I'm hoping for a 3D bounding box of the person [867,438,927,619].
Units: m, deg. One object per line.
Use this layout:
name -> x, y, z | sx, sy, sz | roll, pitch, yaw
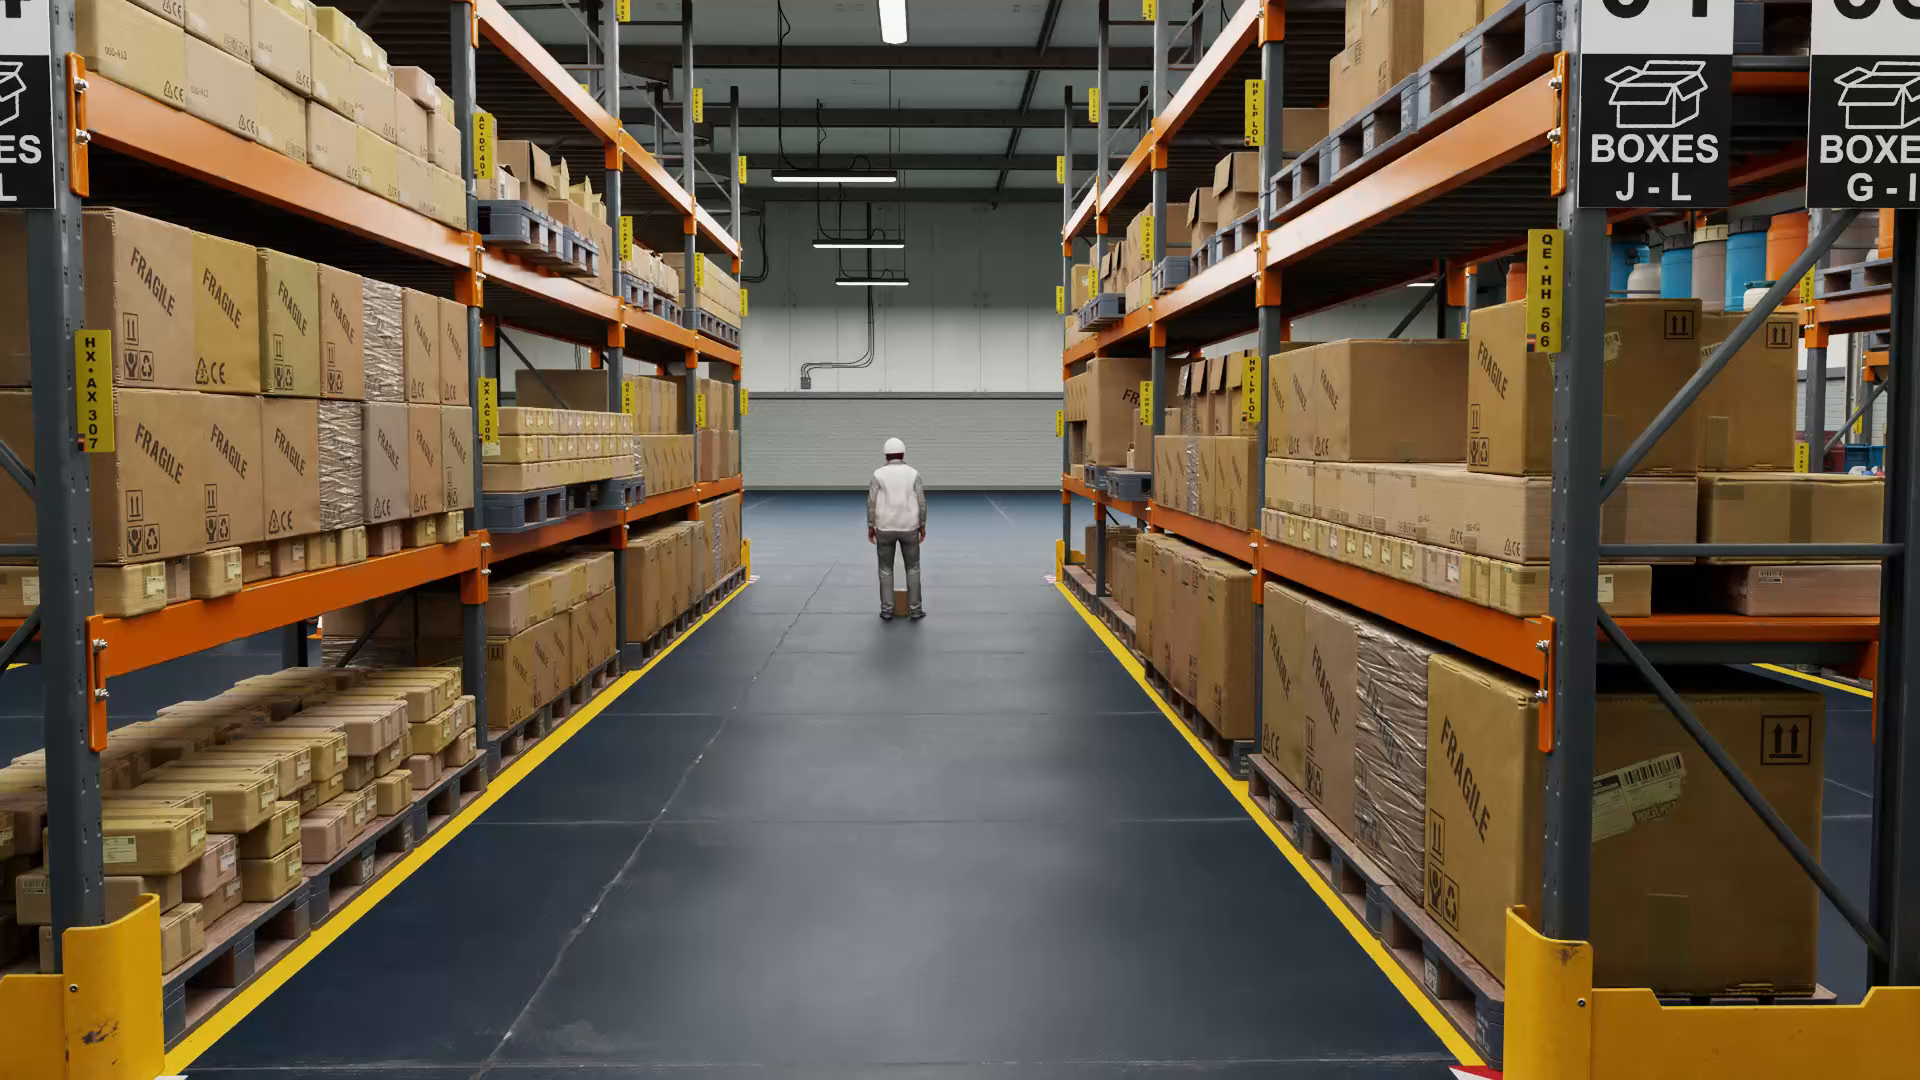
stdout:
person -> -0.621, -0.120, 16.369 | 0.594, 1.772, 0.459 | 0, 4, -5
